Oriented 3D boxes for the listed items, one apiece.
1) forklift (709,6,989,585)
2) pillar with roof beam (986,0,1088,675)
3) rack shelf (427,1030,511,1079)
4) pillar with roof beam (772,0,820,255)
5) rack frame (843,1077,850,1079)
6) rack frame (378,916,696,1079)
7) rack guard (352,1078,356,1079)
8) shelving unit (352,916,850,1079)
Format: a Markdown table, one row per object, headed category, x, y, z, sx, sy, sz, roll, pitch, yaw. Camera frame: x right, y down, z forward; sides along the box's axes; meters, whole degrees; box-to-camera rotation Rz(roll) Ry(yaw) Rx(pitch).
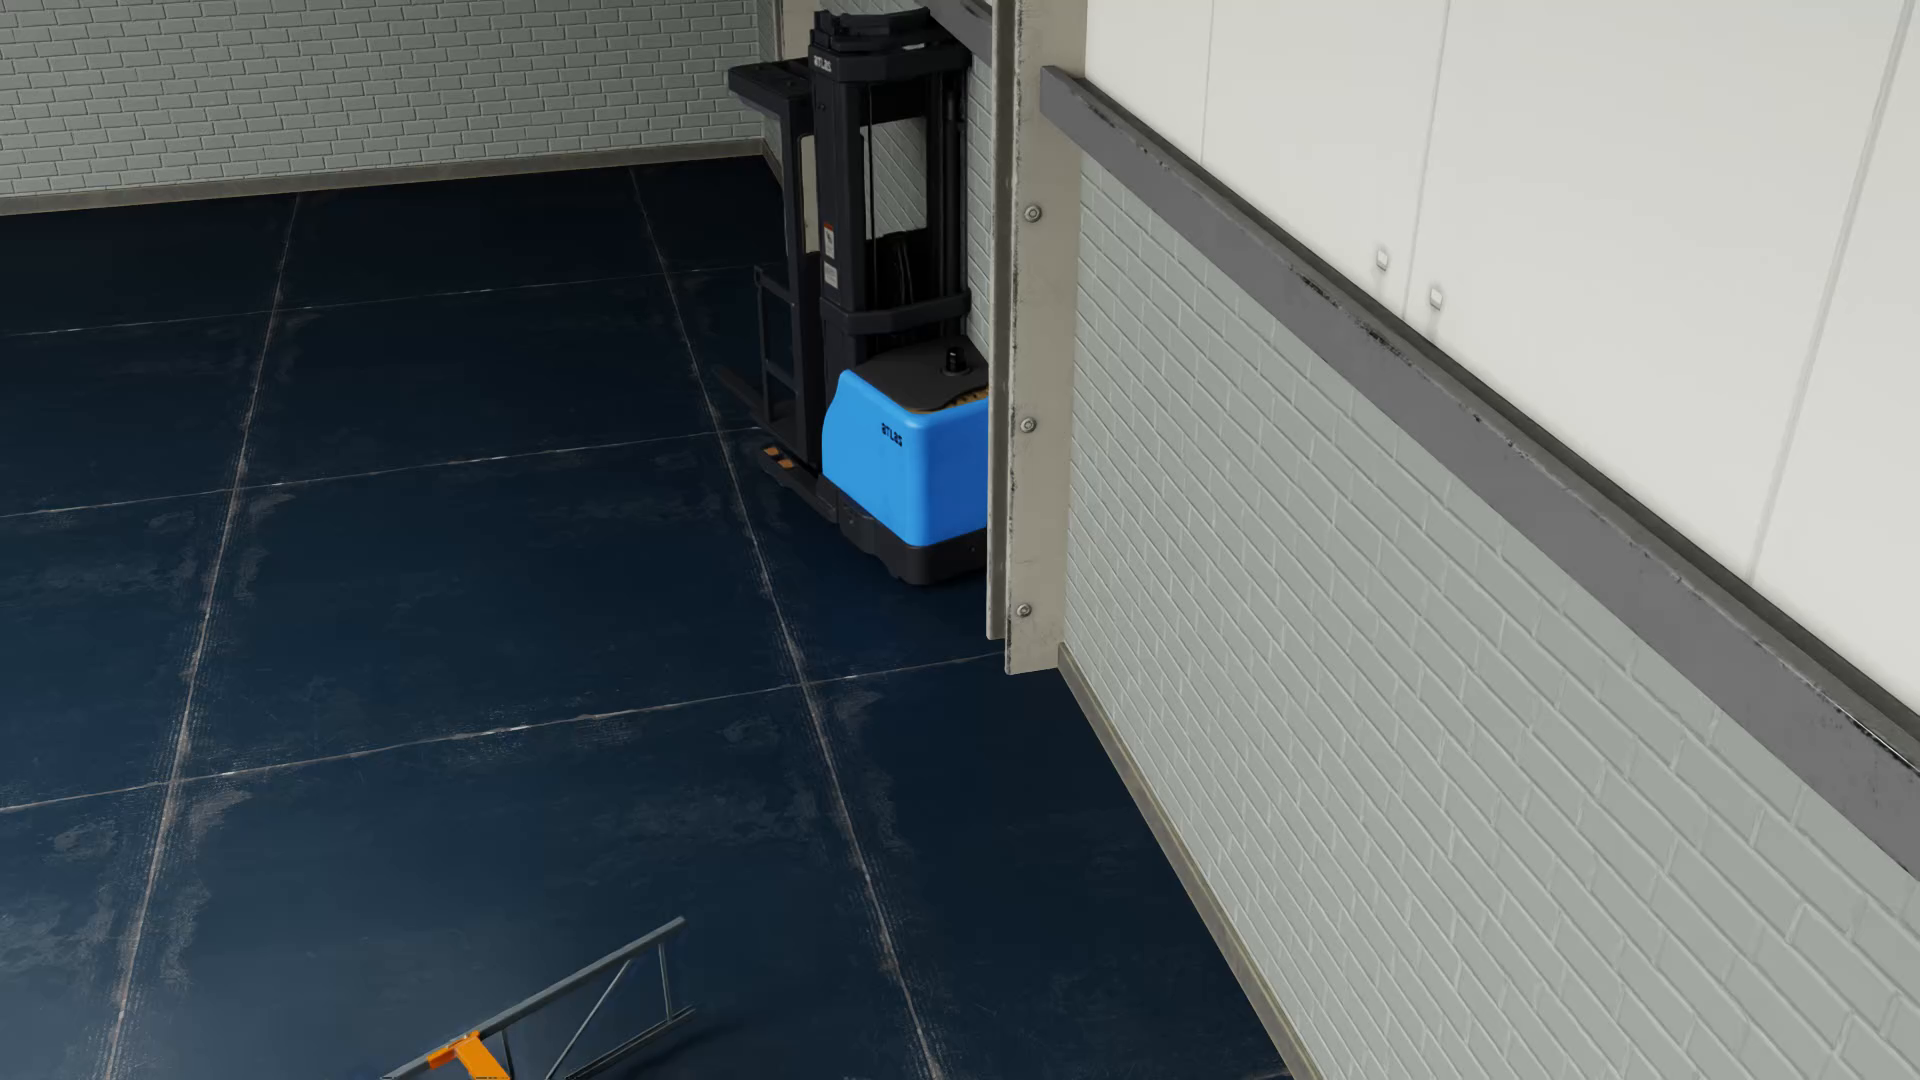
| category | x | y | z | sx | sy | sz | roll | pitch | yaw |
| --- | --- | --- | --- | --- | --- | --- | --- | --- | --- |
| forklift | -0.620 | -1.717 | 9.790 | 1.130 | 2.935 | 3.031 | -18 | 34 | -28 |
| pillar with roof beam | -3.811 | -2.744 | 5.507 | 9.100 | 9.000 | 0.400 | -8 | 31 | -13 |
| rack shelf | -1.403 | 2.126 | 5.465 | 0.185 | 0.538 | 1.000 | -24 | 38 | -34 |
| pillar with roof beam | -5.403 | -5.641 | 10.514 | 9.100 | 9.000 | 0.400 | -8 | 31 | -13 |
| rack frame | -0.934 | 2.259 | 5.234 | 1.500 | 0.500 | 0.032 | -24 | 38 | -34 |
| rack frame | -1.599 | 1.873 | 5.899 | 1.500 | 0.500 | 0.032 | -24 | 38 | -34 |
| rack guard | -2.071 | 2.081 | 5.547 | 0.250 | 0.587 | 0.087 | -24 | 38 | -34 |
| shelving unit | -1.272 | 2.062 | 5.572 | 1.500 | 0.587 | 1.083 | -24 | 38 | -34 |
